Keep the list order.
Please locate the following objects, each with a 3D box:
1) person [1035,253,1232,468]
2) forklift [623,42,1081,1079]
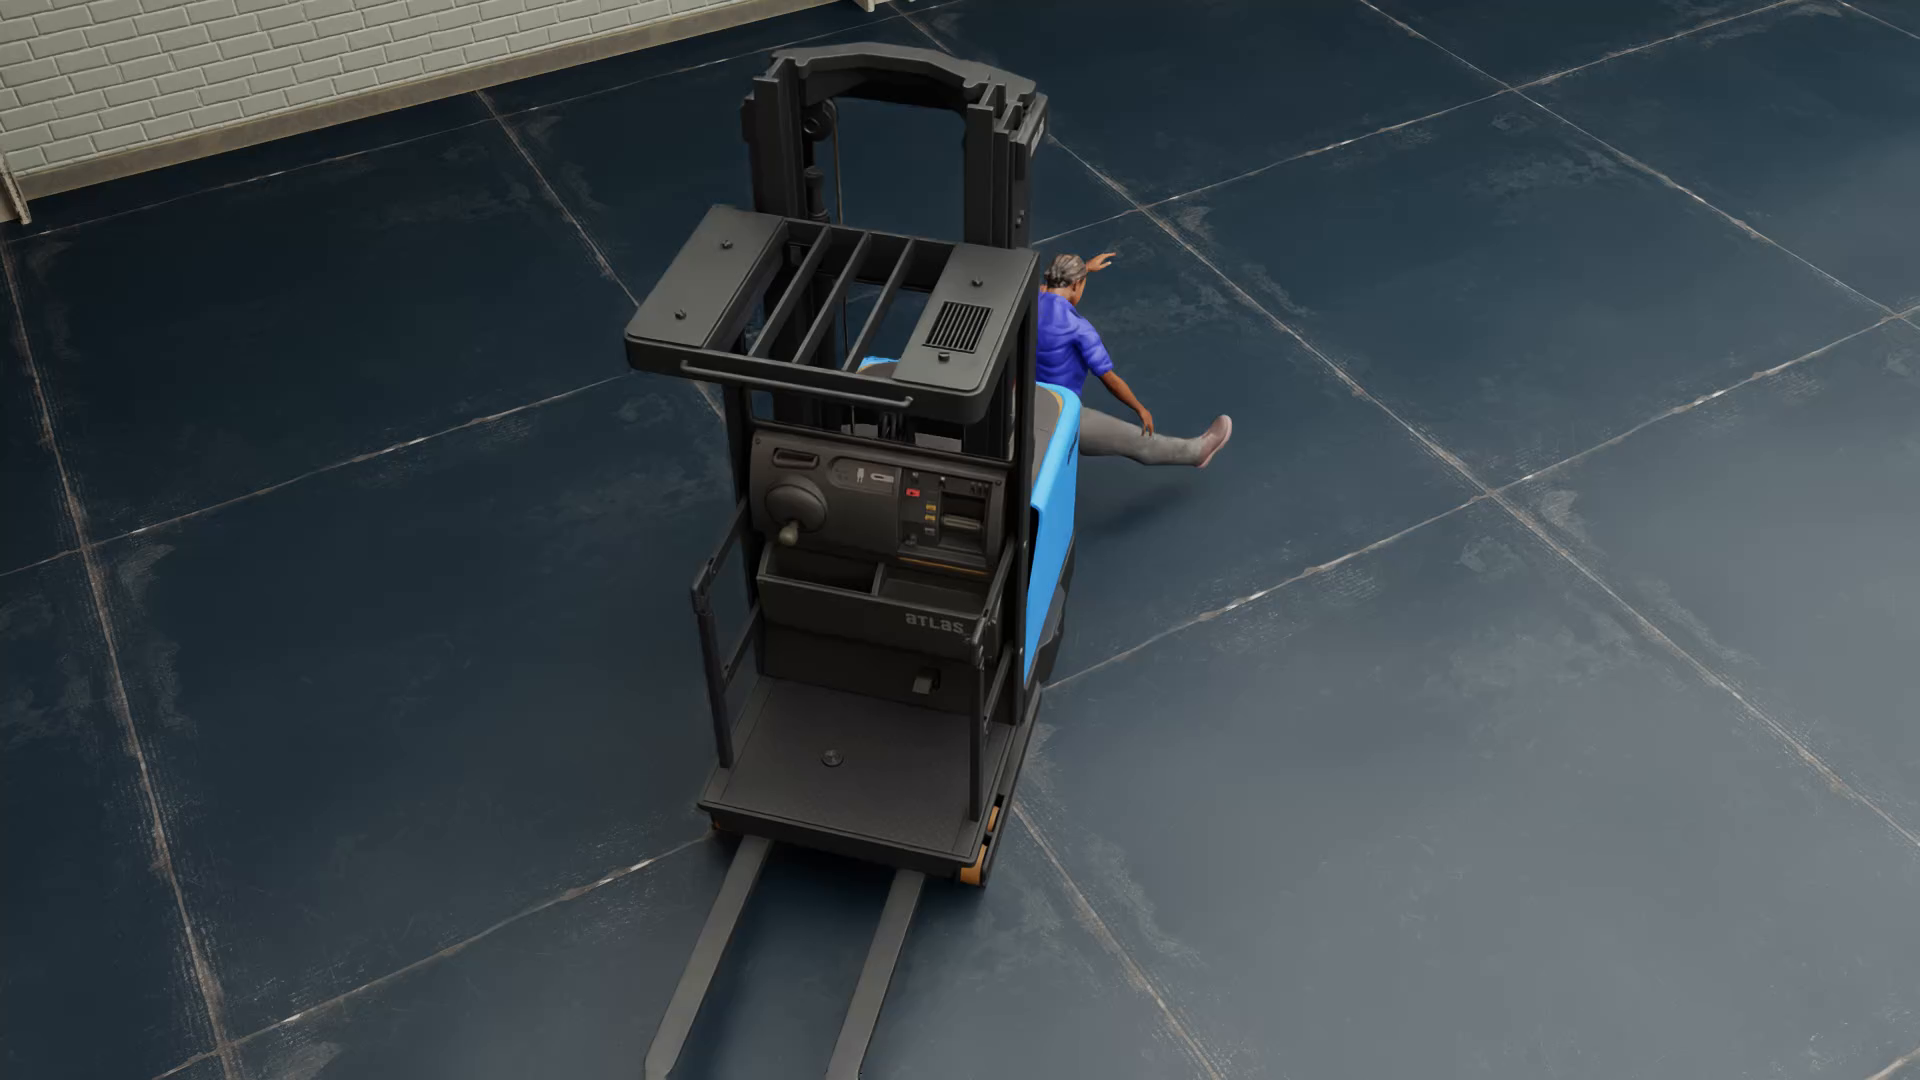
[{"bbox_3d":[0.580,-0.772,7.748,1.126,1.317,0.972,-28,50,-27],"label":"person"},{"bbox_3d":[-0.352,-0.041,5.742,1.130,2.935,3.031,10,44,11],"label":"forklift"}]
